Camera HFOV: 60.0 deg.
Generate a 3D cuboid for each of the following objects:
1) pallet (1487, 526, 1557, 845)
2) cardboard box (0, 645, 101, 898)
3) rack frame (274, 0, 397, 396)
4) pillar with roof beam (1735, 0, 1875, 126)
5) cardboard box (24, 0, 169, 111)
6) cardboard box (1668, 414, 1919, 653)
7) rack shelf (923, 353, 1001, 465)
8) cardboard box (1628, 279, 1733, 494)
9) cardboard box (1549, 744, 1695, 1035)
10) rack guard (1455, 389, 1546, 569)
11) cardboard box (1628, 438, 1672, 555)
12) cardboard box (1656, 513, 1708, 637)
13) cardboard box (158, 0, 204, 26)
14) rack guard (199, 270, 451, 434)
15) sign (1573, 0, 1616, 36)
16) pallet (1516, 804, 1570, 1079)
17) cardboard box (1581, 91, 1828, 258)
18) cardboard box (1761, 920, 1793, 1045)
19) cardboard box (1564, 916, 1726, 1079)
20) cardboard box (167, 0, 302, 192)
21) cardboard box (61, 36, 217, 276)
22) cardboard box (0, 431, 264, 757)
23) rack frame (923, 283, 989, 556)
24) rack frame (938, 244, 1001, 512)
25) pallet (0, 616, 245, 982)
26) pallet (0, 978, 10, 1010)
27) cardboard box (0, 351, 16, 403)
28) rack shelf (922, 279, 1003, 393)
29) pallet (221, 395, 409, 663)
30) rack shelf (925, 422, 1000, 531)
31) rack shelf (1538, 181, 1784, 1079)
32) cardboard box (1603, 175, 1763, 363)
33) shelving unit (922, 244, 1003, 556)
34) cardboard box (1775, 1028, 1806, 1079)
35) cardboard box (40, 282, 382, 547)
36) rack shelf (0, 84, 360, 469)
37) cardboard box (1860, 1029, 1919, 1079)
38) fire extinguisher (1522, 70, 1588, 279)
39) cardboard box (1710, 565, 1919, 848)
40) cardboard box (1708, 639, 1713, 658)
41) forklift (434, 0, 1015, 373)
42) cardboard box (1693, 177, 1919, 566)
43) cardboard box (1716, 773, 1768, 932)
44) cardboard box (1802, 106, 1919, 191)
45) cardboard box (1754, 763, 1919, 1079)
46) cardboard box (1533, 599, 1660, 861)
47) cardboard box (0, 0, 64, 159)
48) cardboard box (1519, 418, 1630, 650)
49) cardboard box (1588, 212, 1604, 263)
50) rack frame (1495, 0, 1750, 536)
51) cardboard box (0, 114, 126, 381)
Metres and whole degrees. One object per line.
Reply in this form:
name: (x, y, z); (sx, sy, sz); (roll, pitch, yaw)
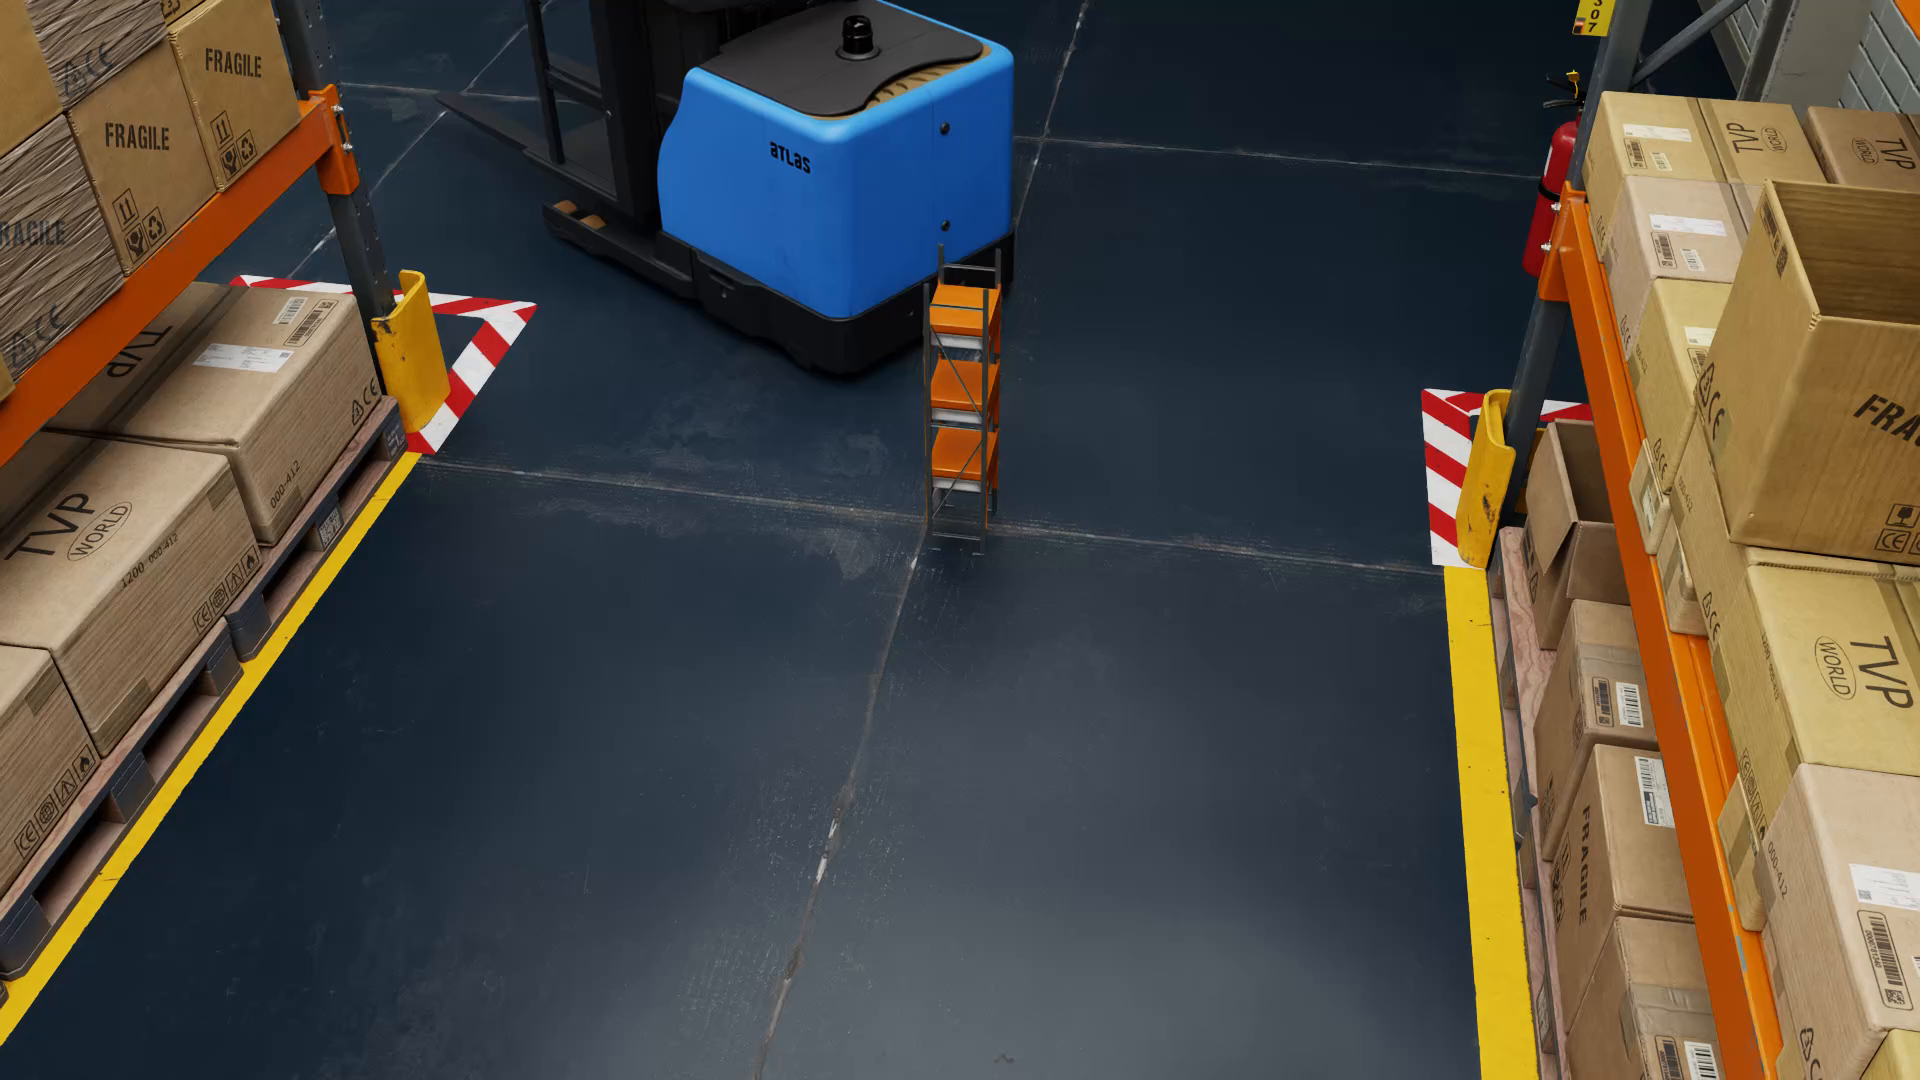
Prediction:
pallet: (2.166, 0.464, 5.023); (1.003, 0.211, 1.213); (6, 40, 8)
cardboard box: (-2.897, 0.688, 4.245); (0.875, 0.438, 0.875); (5, 40, 6)
rack frame: (-2.573, -1.704, 5.457); (1.000, 3.000, 0.127); (6, 40, 8)
pillar with roof beam: (-0.570, -5.538, 5.387); (9.100, 9.000, 0.400); (6, 40, 8)
cardboard box: (-2.484, -1.468, 4.308); (0.500, 0.500, 0.500); (7, 40, 8)
cardboard box: (1.733, -0.002, 3.283); (0.500, 0.250, 0.500); (5, 40, 7)
rack shelf: (0.009, -0.430, 5.463); (0.215, 0.259, 0.240); (6, 40, 8)
cardboard box: (1.801, -0.326, 3.674); (0.500, 0.250, 0.500); (6, 40, 7)
cardboard box: (1.741, 0.869, 3.977); (0.500, 0.500, 0.500); (7, 40, 8)
rack guard: (2.303, -0.148, 5.536); (1.175, 0.500, 0.348); (6, 40, 8)
cardboard box: (1.717, -0.083, 3.693); (0.380, 0.149, 0.250); (5, 40, 6)
cardboard box: (1.692, 0.085, 3.491); (0.380, 0.149, 0.250); (7, 40, 9)
cardboard box: (-2.422, -1.799, 4.709); (0.500, 0.500, 0.500); (8, 40, 9)
rack guard: (-2.569, -0.755, 6.271); (1.175, 0.500, 0.348); (6, 40, 8)
sign: (1.782, -1.552, 4.594); (0.100, 0.325, 0.005); (6, 40, 8)
pallet: (1.952, 1.228, 4.100); (1.003, 0.211, 1.213); (6, 40, 8)
cardboard box: (1.972, -0.961, 4.442); (0.500, 0.250, 0.500); (7, 40, 8)
cardboard box: (1.547, 0.727, 2.714); (0.380, 0.149, 0.250); (7, 40, 9)
cardboard box: (1.751, 1.200, 3.577); (0.700, 0.500, 0.500); (5, 40, 6)
cardboard box: (-2.396, -1.410, 5.023); (0.500, 0.500, 0.500); (7, 40, 8)
cardboard box: (-2.498, -1.097, 4.644); (0.500, 0.500, 0.500); (6, 40, 7)
cardboard box: (-2.739, 0.122, 4.929); (0.875, 0.438, 0.875); (7, 40, 9)
rack frame: (-0.012, -0.362, 5.363); (0.200, 1.050, 0.008); (6, 40, 8)
rack frame: (0.030, -0.515, 5.549); (0.200, 1.050, 0.008); (6, 40, 8)
pallet: (-2.848, 0.645, 4.805); (1.003, 0.211, 1.213); (6, 40, 8)
pallet: (-3.057, 1.413, 3.876); (1.003, 0.211, 1.213); (6, 40, 8)
cardboard box: (-2.654, -0.448, 3.859); (0.500, 0.500, 0.500); (8, 40, 9)
rack shelf: (0.009, -0.649, 5.282); (0.215, 0.259, 0.240); (6, 40, 8)
pallet: (-2.635, -0.119, 5.728); (1.003, 0.211, 1.213); (6, 40, 8)
rack shelf: (0.009, -0.216, 5.640); (0.215, 0.259, 0.240); (6, 40, 8)
rack shelf: (1.970, 0.374, 3.509); (1.077, 0.370, 4.000); (6, 40, 8)
cardboard box: (1.885, -0.644, 4.059); (0.500, 0.250, 0.500); (7, 40, 8)
shelving unit: (0.009, -0.438, 5.456); (0.215, 1.050, 0.252); (6, 40, 8)
cardboard box: (1.475, 0.889, 2.518); (0.380, 0.149, 0.250); (7, 40, 9)
cardboard box: (-2.589, -0.453, 5.625); (0.875, 0.438, 0.875); (5, 40, 6)
rack shelf: (-2.919, -0.171, 4.168); (1.077, 0.370, 4.000); (6, 40, 8)
cardboard box: (1.472, 0.948, 2.133); (0.500, 0.250, 0.500); (7, 40, 9)
fire extinguisher: (1.886, -1.129, 5.114); (0.296, 0.674, 0.183); (6, 40, 8)
cardboard box: (1.643, 0.321, 2.892); (0.500, 0.250, 0.500); (6, 40, 7)
cardboard box: (1.715, 0.254, 3.286); (0.380, 0.149, 0.250); (6, 40, 8)
forklift: (-1.196, -2.591, 6.584); (3.031, 2.935, 1.130); (31, 49, 32)
cardboard box: (1.713, -0.308, 3.064); (0.500, 0.500, 0.500); (7, 40, 9)
cardboard box: (1.564, 0.564, 2.911); (0.380, 0.149, 0.250); (6, 40, 7)
cardboard box: (2.498, -0.898, 4.366); (0.500, 0.250, 0.500); (7, 40, 9)
cardboard box: (1.544, 0.632, 2.516); (0.500, 0.250, 0.500); (7, 40, 8)
cardboard box: (1.931, 0.548, 4.365); (0.700, 0.500, 0.500); (8, 40, 9)
cardboard box: (-2.573, -1.158, 3.933); (0.500, 0.500, 0.500); (6, 40, 7)
cardboard box: (2.117, 0.015, 5.008); (0.797, 0.503, 0.637); (5, 40, 6)
cardboard box: (1.989, -0.886, 4.665); (0.380, 0.149, 0.250); (6, 40, 7)
rack frame: (2.316, -1.159, 4.798); (1.000, 3.000, 0.127); (6, 40, 8)
cardboard box: (-2.577, -0.773, 4.253); (0.500, 0.500, 0.500); (7, 40, 9)
